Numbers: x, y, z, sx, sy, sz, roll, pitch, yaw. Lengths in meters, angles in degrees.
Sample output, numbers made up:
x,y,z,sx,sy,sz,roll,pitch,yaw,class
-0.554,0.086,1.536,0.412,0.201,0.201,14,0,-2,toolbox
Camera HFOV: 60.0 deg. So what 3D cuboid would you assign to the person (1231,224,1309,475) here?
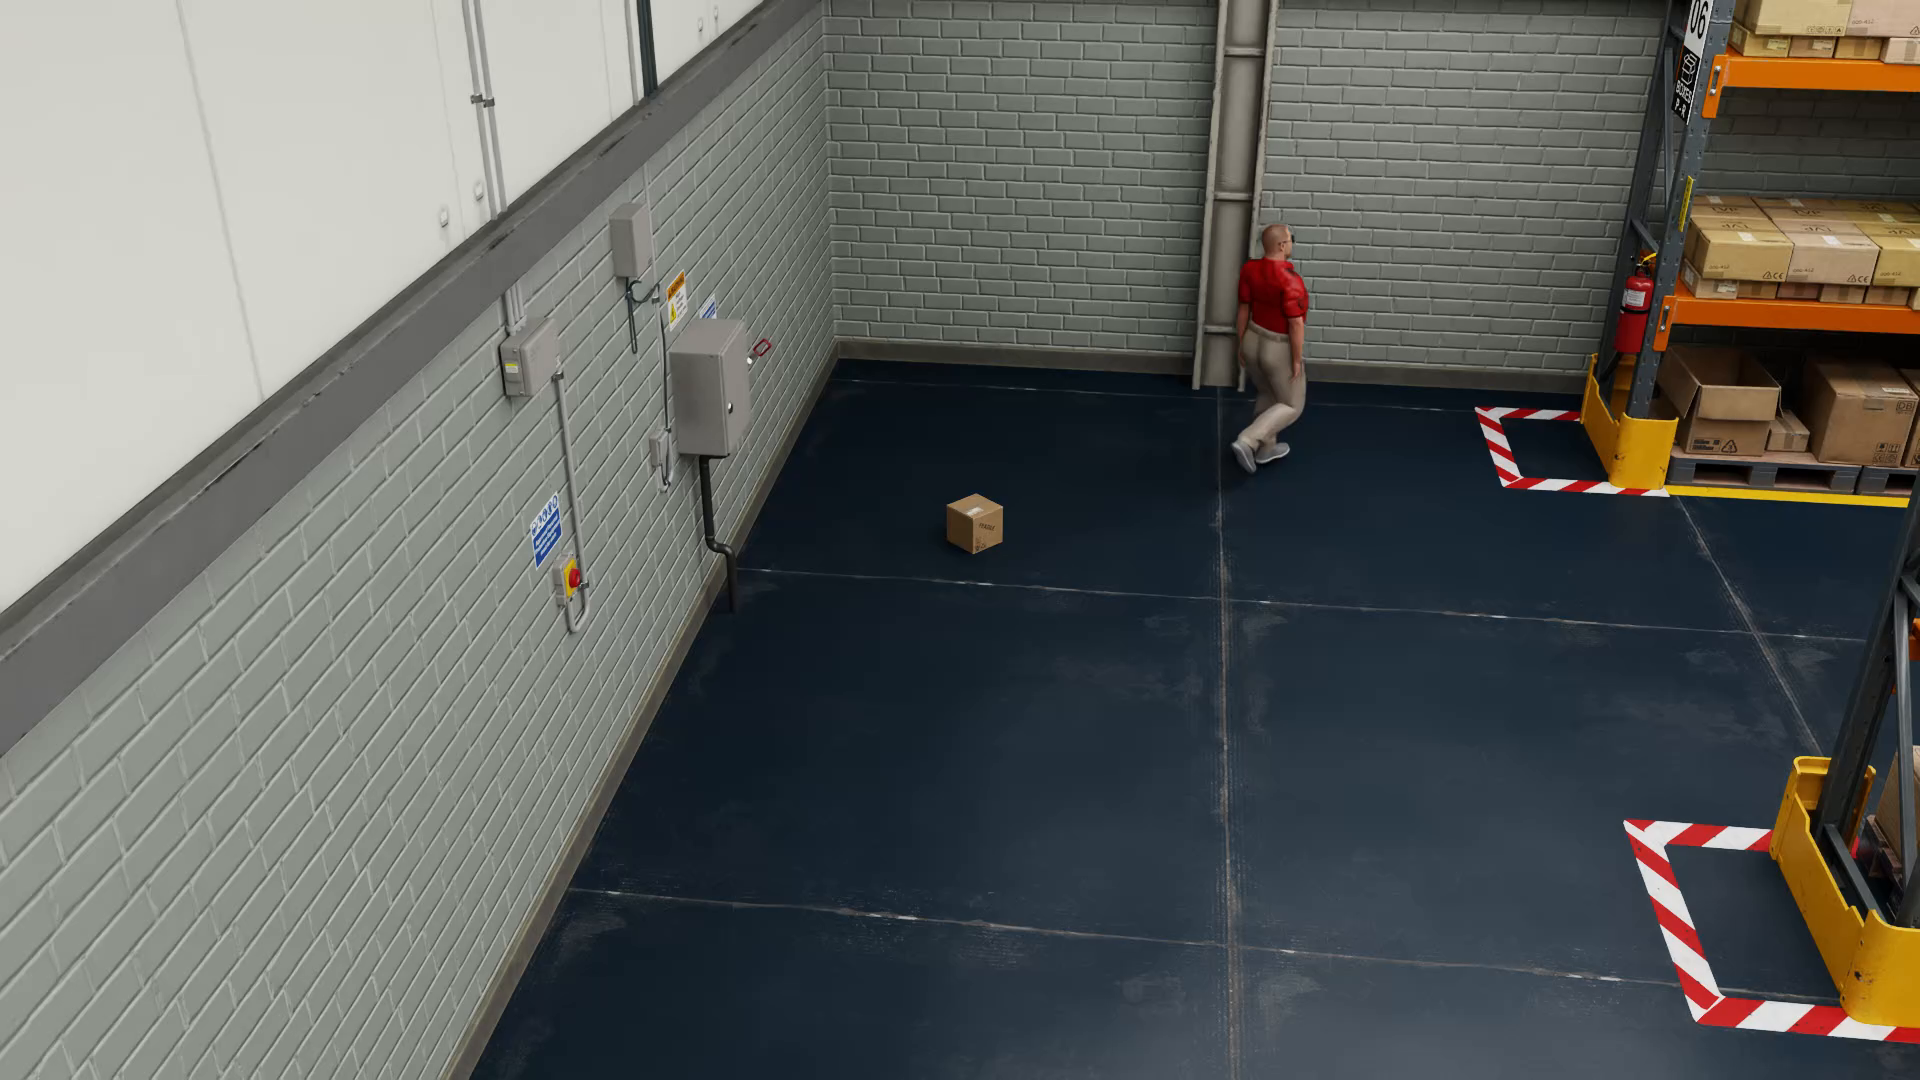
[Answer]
x,y,z,sx,sy,sz,roll,pitch,yaw,class
2.035,-1.242,10.924,0.717,1.702,0.541,-19,34,-31,person
